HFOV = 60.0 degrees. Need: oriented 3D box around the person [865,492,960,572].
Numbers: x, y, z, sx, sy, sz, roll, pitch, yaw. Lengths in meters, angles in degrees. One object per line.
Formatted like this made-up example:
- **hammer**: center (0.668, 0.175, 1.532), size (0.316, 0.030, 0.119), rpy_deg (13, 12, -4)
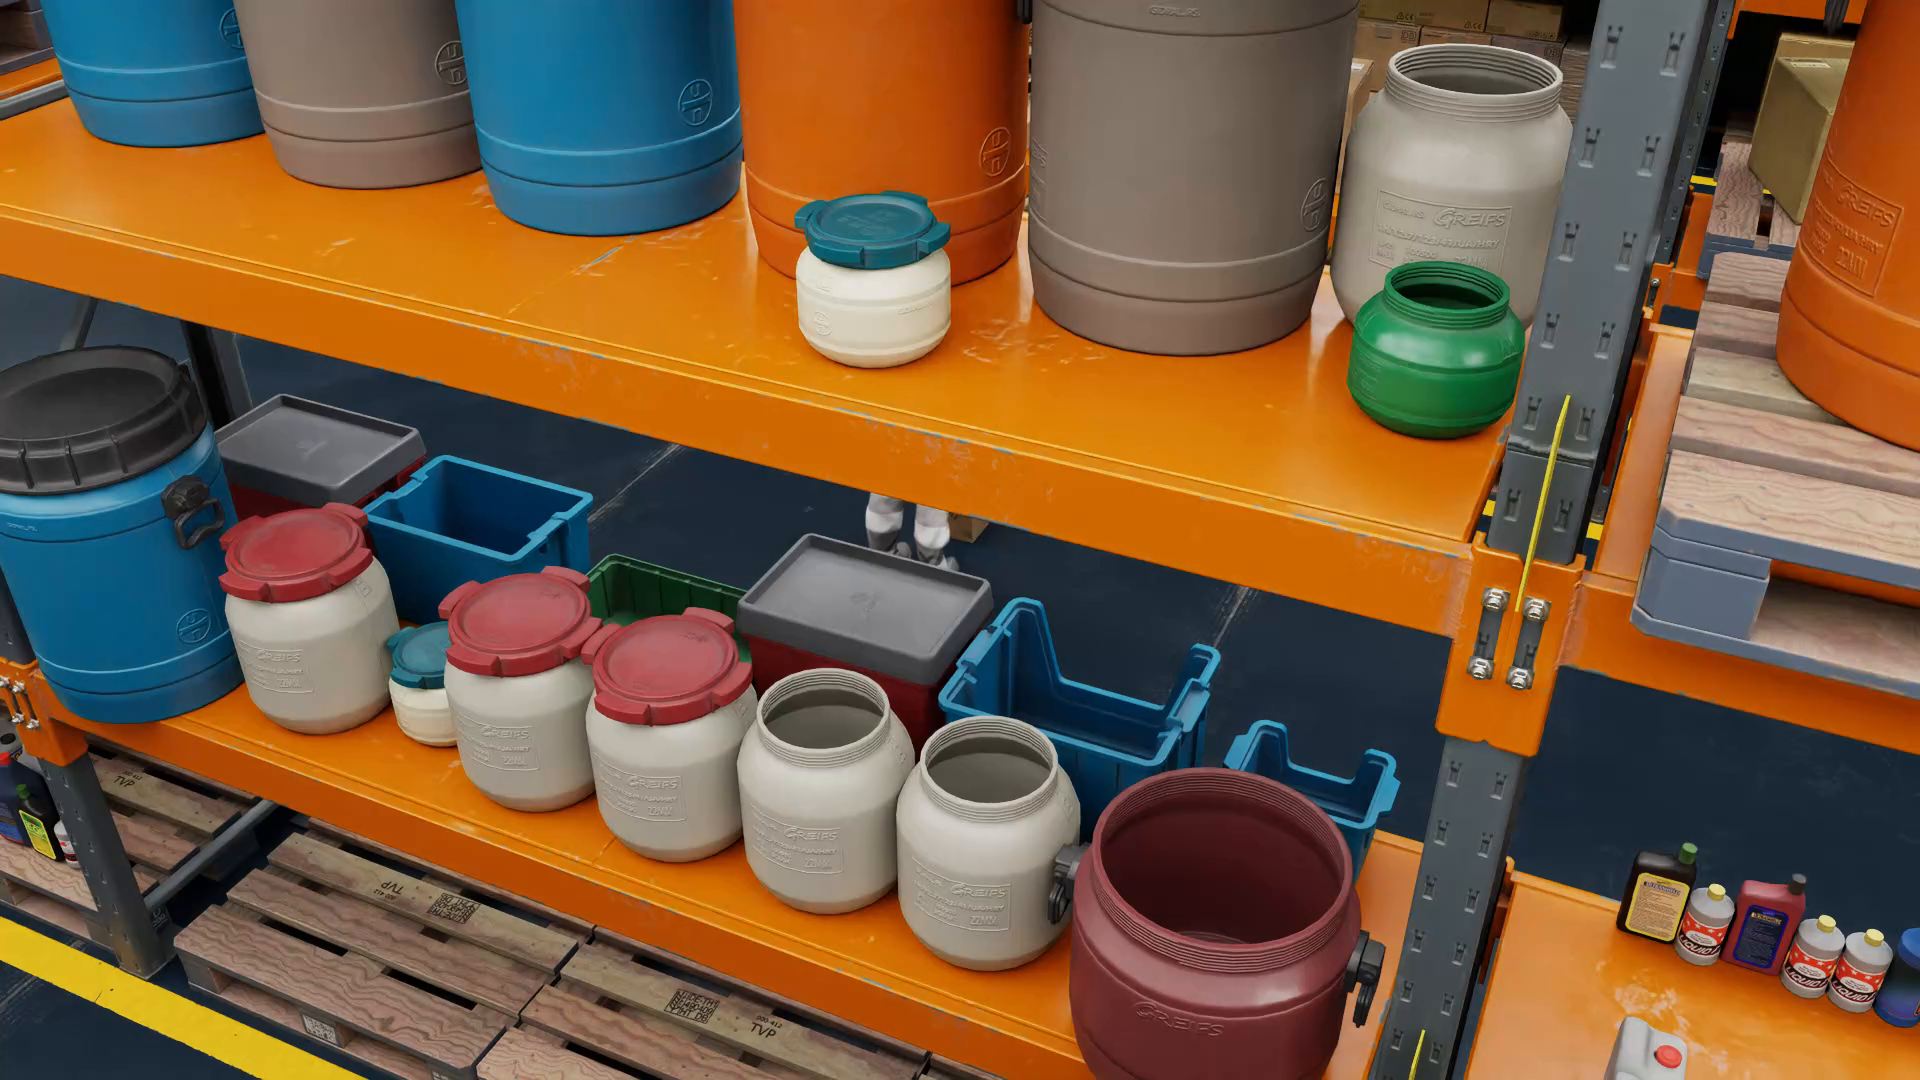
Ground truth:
- **person**: center (-0.230, -0.579, 7.009), size (0.528, 1.781, 0.351), rpy_deg (15, 36, 21)
